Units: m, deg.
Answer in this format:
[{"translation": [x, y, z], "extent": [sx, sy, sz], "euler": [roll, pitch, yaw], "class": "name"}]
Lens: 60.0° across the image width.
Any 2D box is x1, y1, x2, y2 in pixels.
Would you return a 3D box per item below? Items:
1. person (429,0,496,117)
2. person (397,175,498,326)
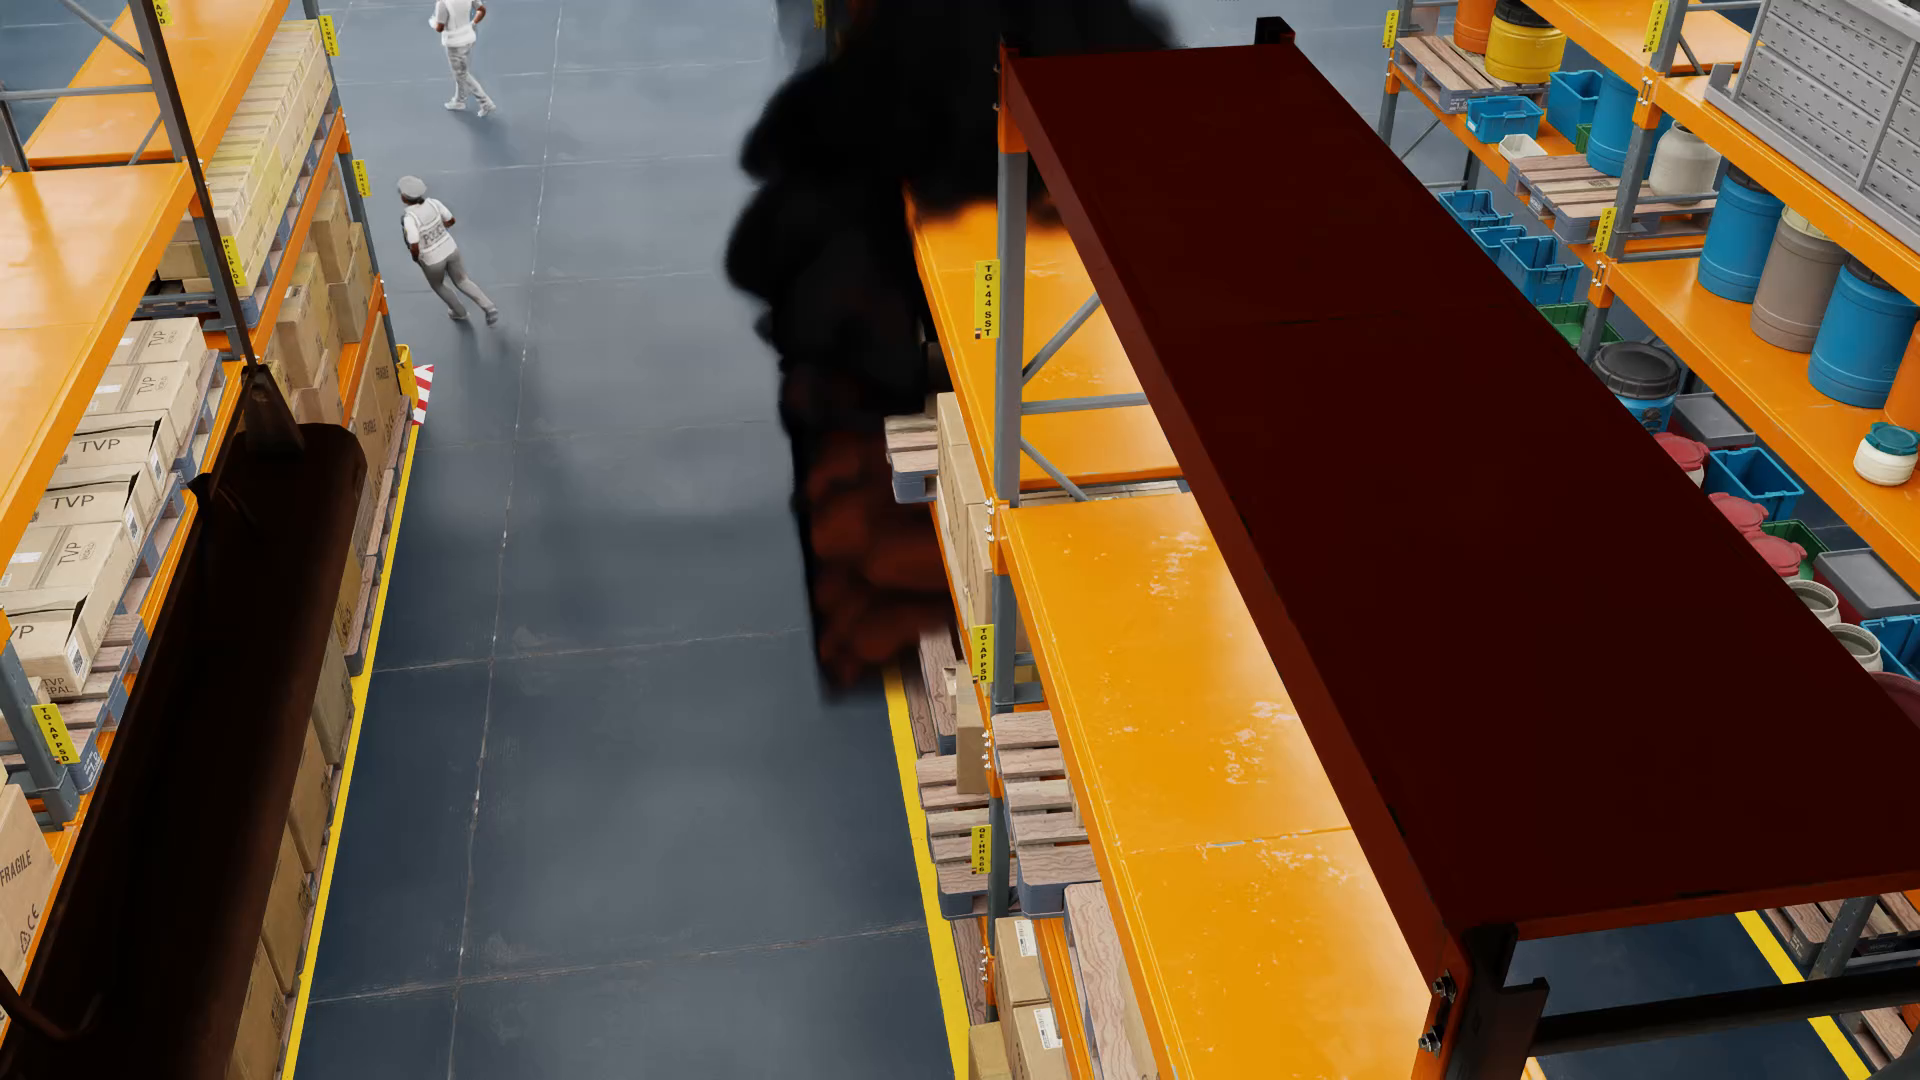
[{"translation": [-6.050, -5.995, 20.070], "extent": [0.902, 1.779, 0.679], "euler": [16, 39, 20], "class": "person"}, {"translation": [-4.921, -2.655, 15.710], "extent": [0.821, 1.640, 0.632], "euler": [26, 43, 30], "class": "person"}]
